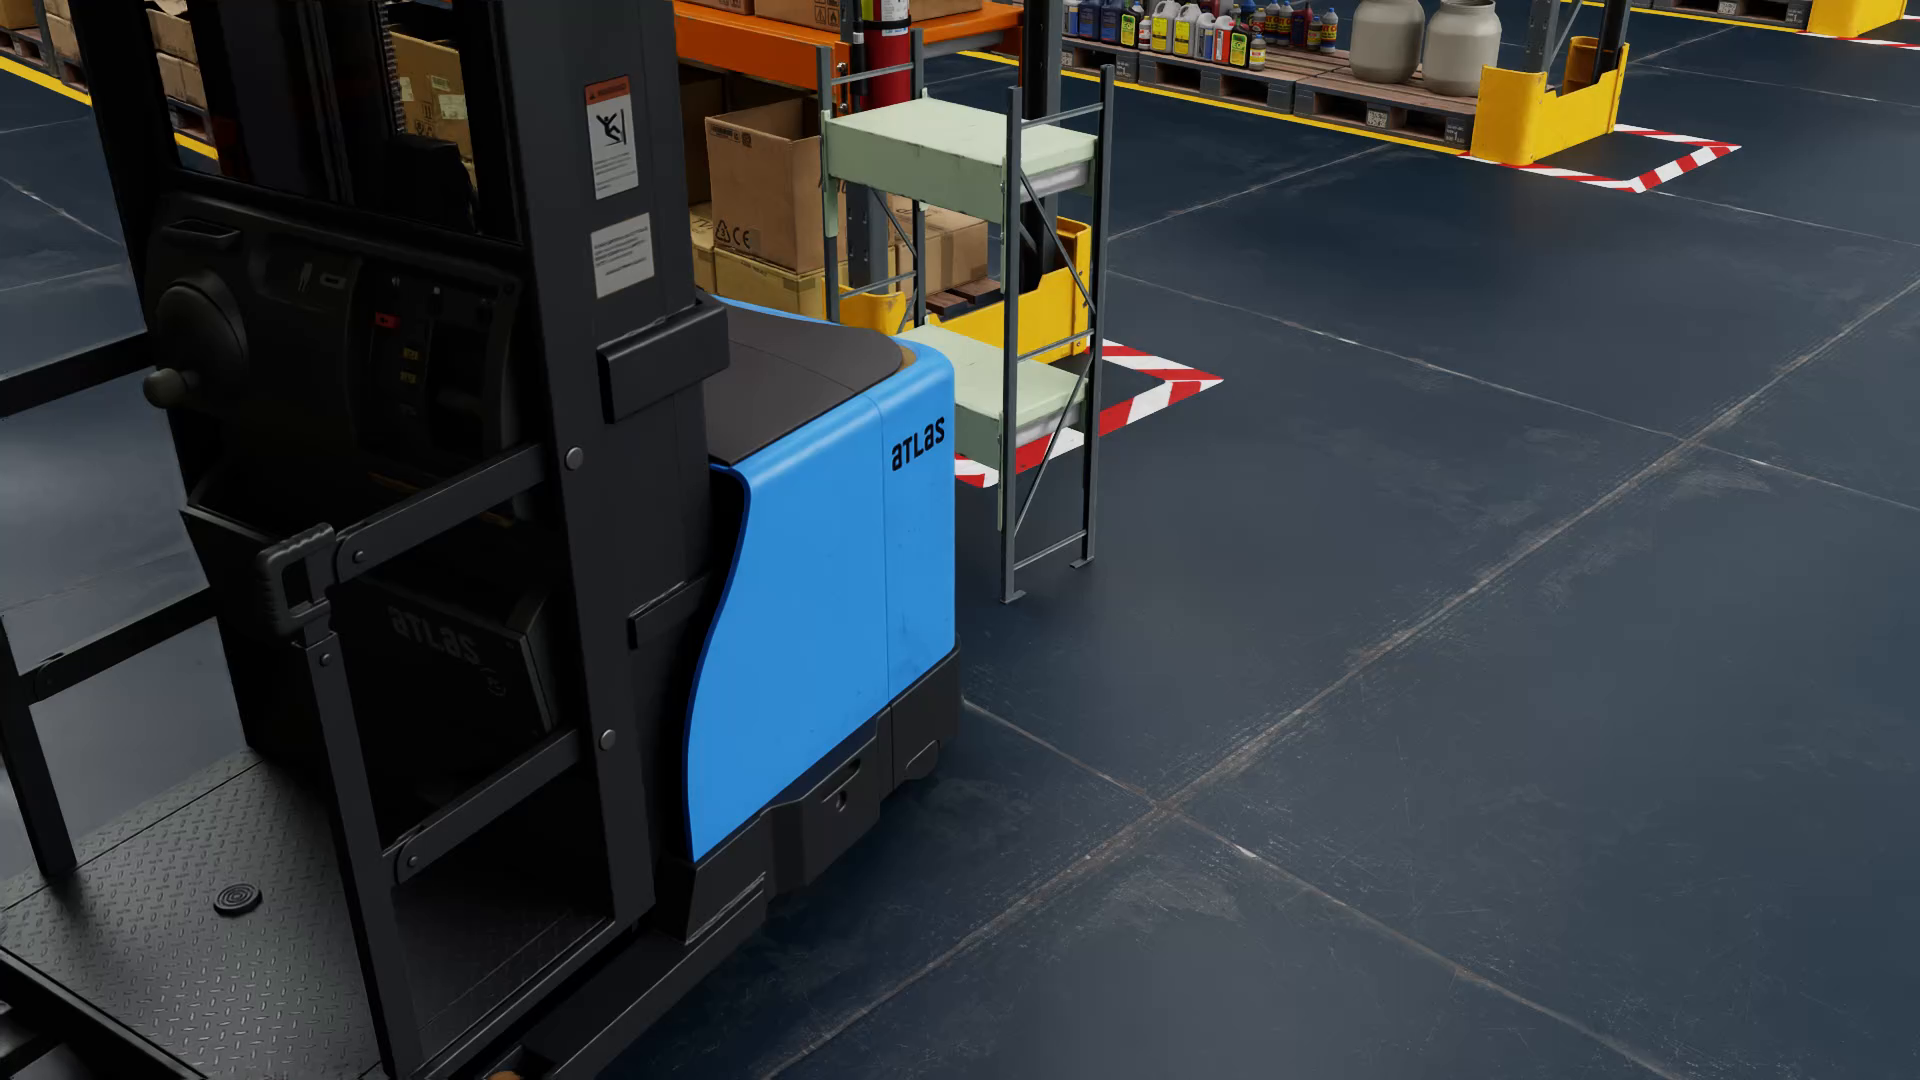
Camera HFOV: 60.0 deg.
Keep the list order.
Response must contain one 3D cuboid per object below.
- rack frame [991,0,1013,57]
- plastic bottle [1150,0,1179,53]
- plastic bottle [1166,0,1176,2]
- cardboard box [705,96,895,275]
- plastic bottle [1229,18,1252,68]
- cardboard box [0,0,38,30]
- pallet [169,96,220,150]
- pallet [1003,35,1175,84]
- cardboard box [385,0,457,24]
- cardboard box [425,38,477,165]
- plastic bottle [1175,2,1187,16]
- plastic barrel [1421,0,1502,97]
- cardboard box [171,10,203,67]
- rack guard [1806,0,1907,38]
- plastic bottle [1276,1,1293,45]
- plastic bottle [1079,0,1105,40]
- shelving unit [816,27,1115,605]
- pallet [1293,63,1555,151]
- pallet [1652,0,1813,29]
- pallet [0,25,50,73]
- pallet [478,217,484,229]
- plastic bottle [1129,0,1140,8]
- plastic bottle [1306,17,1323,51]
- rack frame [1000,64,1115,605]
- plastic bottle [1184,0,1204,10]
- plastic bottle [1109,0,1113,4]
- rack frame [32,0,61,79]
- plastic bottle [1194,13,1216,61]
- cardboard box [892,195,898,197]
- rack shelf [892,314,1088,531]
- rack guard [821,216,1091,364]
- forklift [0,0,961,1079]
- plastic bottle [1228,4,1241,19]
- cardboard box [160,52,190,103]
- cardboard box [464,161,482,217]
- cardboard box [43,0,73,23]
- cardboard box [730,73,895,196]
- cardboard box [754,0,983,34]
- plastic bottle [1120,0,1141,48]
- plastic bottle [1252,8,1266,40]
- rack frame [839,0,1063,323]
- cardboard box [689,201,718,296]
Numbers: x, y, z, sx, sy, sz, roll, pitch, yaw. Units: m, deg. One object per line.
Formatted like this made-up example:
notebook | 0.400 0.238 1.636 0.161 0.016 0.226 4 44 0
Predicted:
rack frame | 0.613 -4.925 11.394 0.127 3.000 1.000 25 36 38
plastic bottle | 1.335 -3.346 10.764 0.185 0.351 0.144 24 36 38
plastic bottle | 1.411 -3.770 11.571 0.185 0.351 0.144 22 35 36
cardboard box | -0.601 -1.354 6.300 0.500 0.500 0.500 25 36 38
plastic bottle | 1.752 -3.098 10.365 0.061 0.283 0.133 -24 36 -38
cardboard box | -6.546 -3.903 11.664 0.500 0.500 0.500 -24 36 -37
pallet | -4.289 -2.674 10.109 1.213 0.211 1.003 25 36 38
pallet | 1.063 -3.458 11.600 1.213 0.211 1.003 25 36 38
cardboard box | -2.751 -2.328 8.152 0.500 0.500 0.500 25 36 38
cardboard box | -2.038 -2.002 7.532 0.500 0.500 0.500 25 36 38
plastic bottle | 1.421 -3.370 10.891 0.135 0.276 0.152 25 36 38
plastic barrel | 2.942 -2.894 9.753 0.421 0.512 0.421 0 28 0
cardboard box | -4.082 -2.868 9.382 0.500 0.311 0.500 24 36 38
rack guard | 6.884 -4.182 12.667 0.348 0.500 1.175 25 36 38
plastic bottle | 2.147 -3.414 10.979 0.097 0.271 0.097 0 28 0
plastic bottle | 0.898 -3.546 11.145 0.144 0.351 0.185 -24 36 -38
shelving unit | 0.005 -0.662 4.897 0.755 1.500 0.431 25 36 38
pallet | 2.803 -2.662 10.086 1.213 0.211 1.003 25 36 38
pallet | 6.329 -4.331 13.260 1.213 0.211 1.003 25 36 38
pallet | -6.221 -3.610 11.888 1.213 0.211 1.003 25 36 38
pallet | -1.450 -1.377 7.642 1.213 0.211 1.003 25 36 38
plastic bottle | 1.173 -3.785 11.599 0.185 0.351 0.144 25 36 38
plastic bottle | 2.317 -3.305 10.846 0.097 0.201 0.097 0 28 0
rack frame | 0.266 -0.542 4.670 0.023 1.500 0.400 25 36 38
plastic bottle | 1.588 -3.593 11.306 0.133 0.283 0.061 25 36 38
plastic bottle | 0.999 -3.594 11.236 0.185 0.351 0.144 25 36 38
rack frame | -5.715 -4.588 10.752 0.127 3.000 1.000 25 36 38
plastic bottle | 1.589 -3.200 10.566 0.135 0.276 0.152 23 36 37
cardboard box | -0.596 -1.357 7.111 0.500 0.250 0.500 25 36 38
rack shelf | 0.005 -0.373 5.049 0.720 0.370 0.431 25 36 38
rack guard | 0.007 -0.863 6.355 0.348 0.500 1.175 25 36 38
forklift | -1.210 -0.320 2.710 1.130 2.935 3.031 16 32 28
plastic bottle | 1.858 -3.515 11.246 0.097 0.201 0.097 0 28 0
cardboard box | -4.448 -2.790 9.835 0.500 0.250 0.500 -24 36 -38
cardboard box | -2.038 -1.670 7.706 0.500 0.250 0.500 25 36 38
cardboard box | -5.547 -3.536 10.653 0.500 0.311 0.500 -24 36 -38
cardboard box | -0.594 -1.690 6.938 0.500 0.500 0.500 25 36 38
cardboard box | -0.334 -2.178 6.062 0.500 0.500 0.700 25 36 38
plastic bottle | 1.121 -3.387 10.915 0.061 0.283 0.133 -23 36 -37
plastic bottle | 2.005 -3.448 11.118 0.097 0.201 0.097 0 28 0
rack frame | -0.010 -1.977 5.788 0.127 3.000 1.000 25 36 38
cardboard box | -0.965 -1.182 6.779 0.500 0.250 0.500 25 36 38
